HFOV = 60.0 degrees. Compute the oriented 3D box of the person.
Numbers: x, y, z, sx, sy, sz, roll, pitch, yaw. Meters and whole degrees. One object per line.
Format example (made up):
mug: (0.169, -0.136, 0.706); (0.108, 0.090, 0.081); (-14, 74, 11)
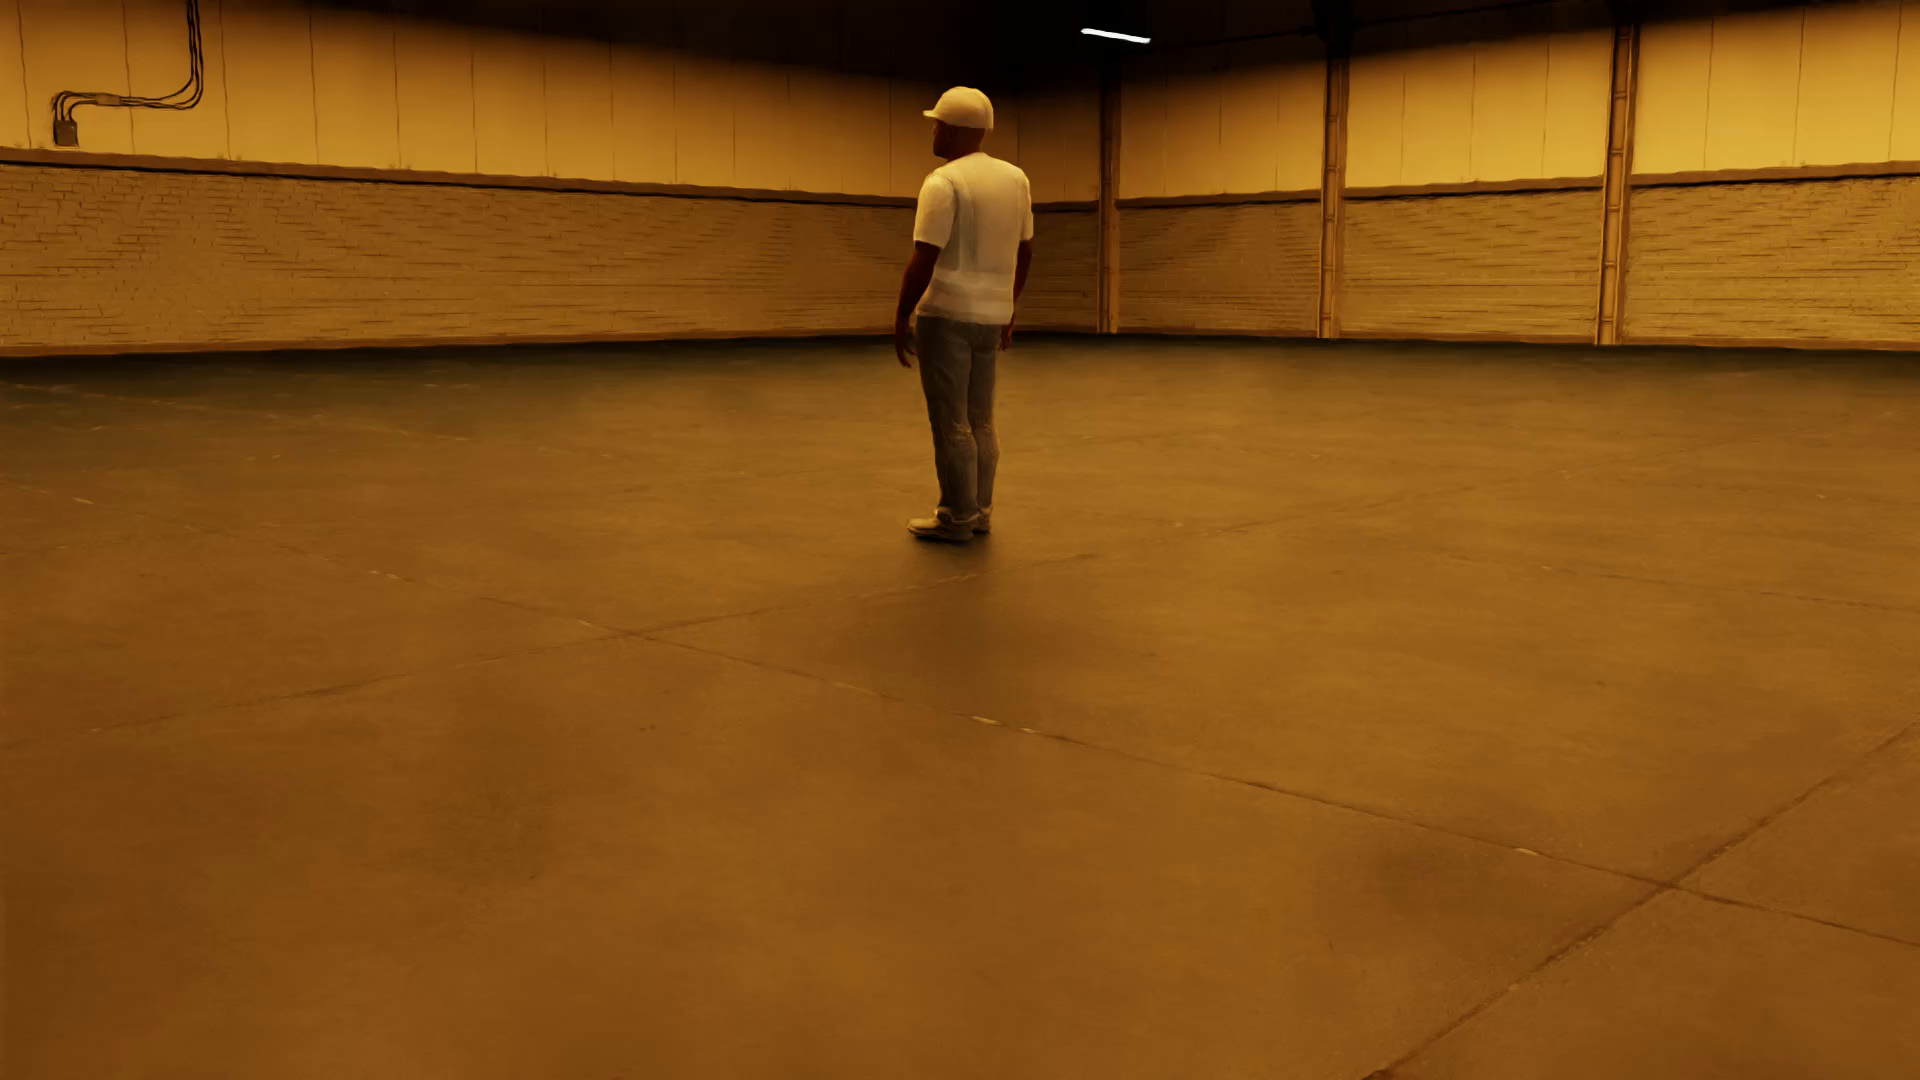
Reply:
person: (-0.046, -0.888, 6.636); (0.576, 1.766, 0.665); (8, 12, 43)
